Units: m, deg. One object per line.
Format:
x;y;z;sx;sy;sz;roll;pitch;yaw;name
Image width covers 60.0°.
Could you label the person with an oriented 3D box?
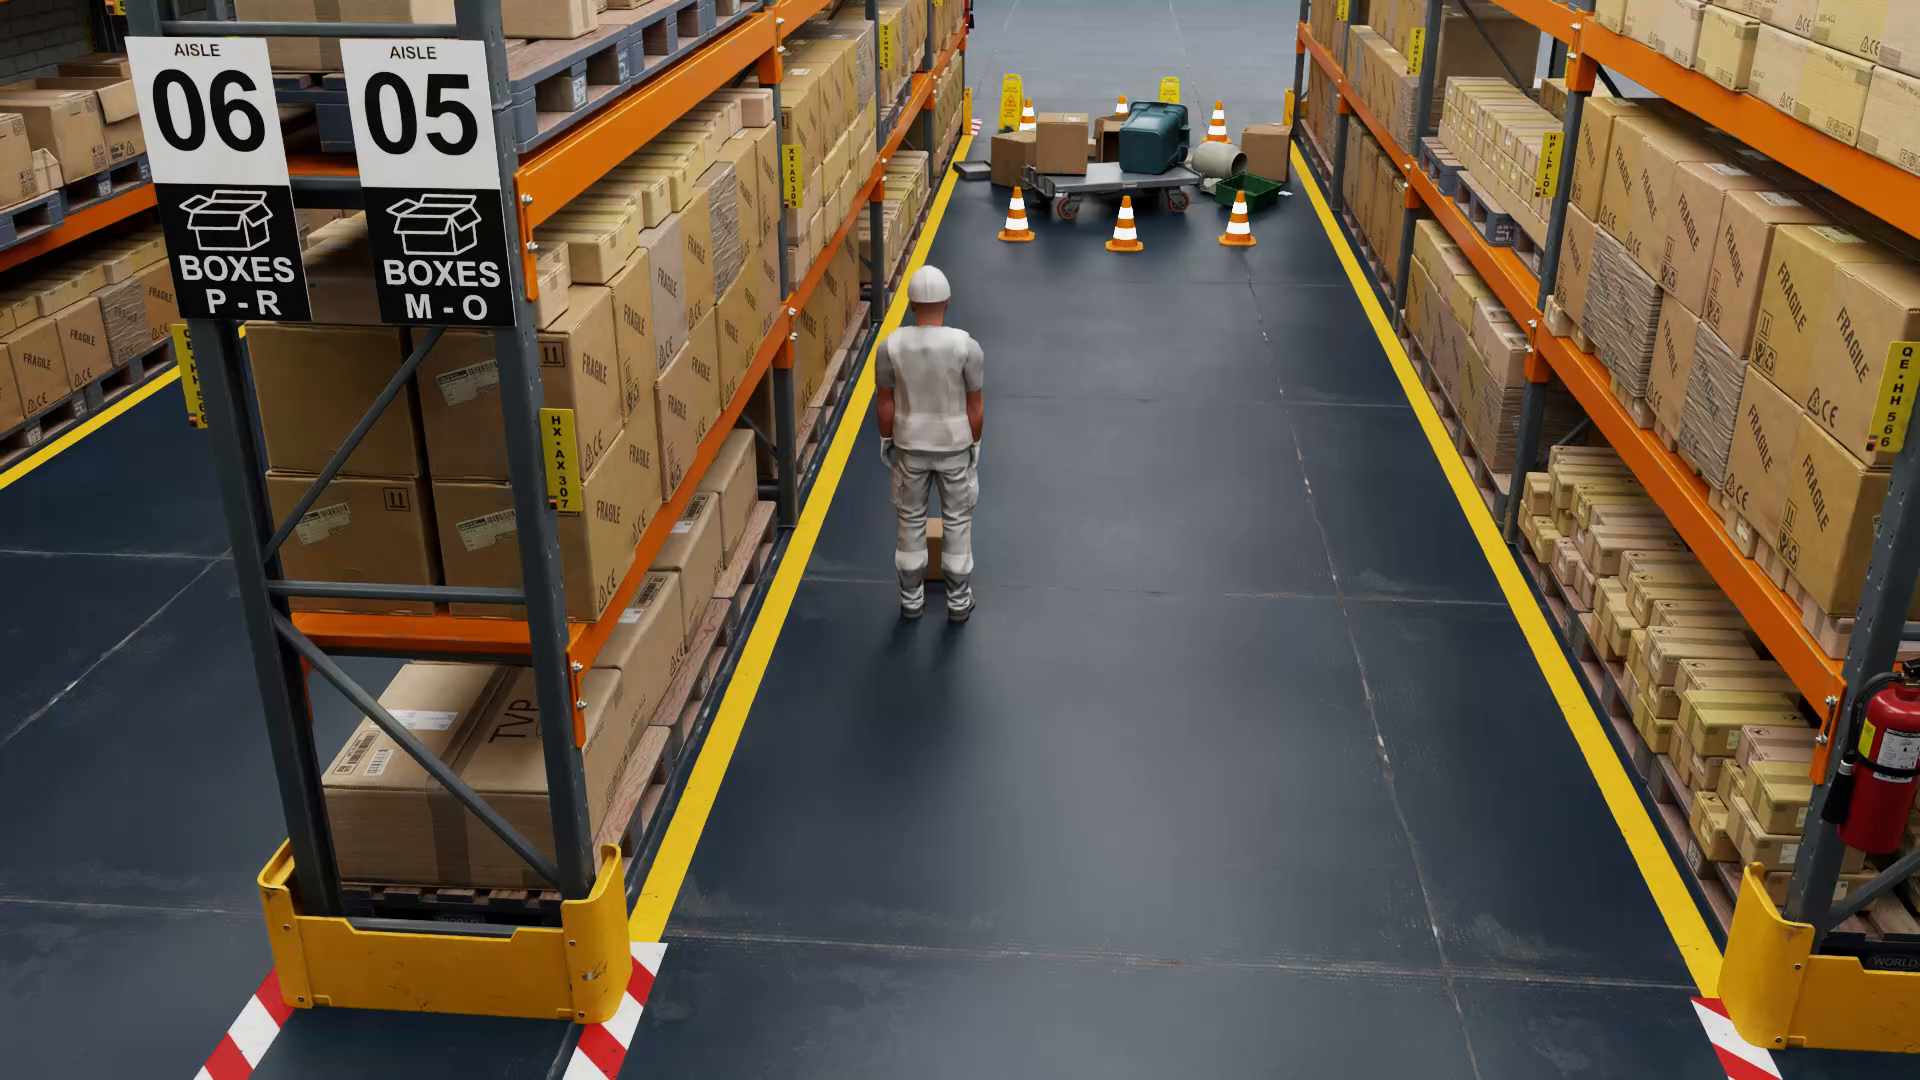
-0.141;-0.457;8.091;0.526;1.782;0.342;2;24;5;person
